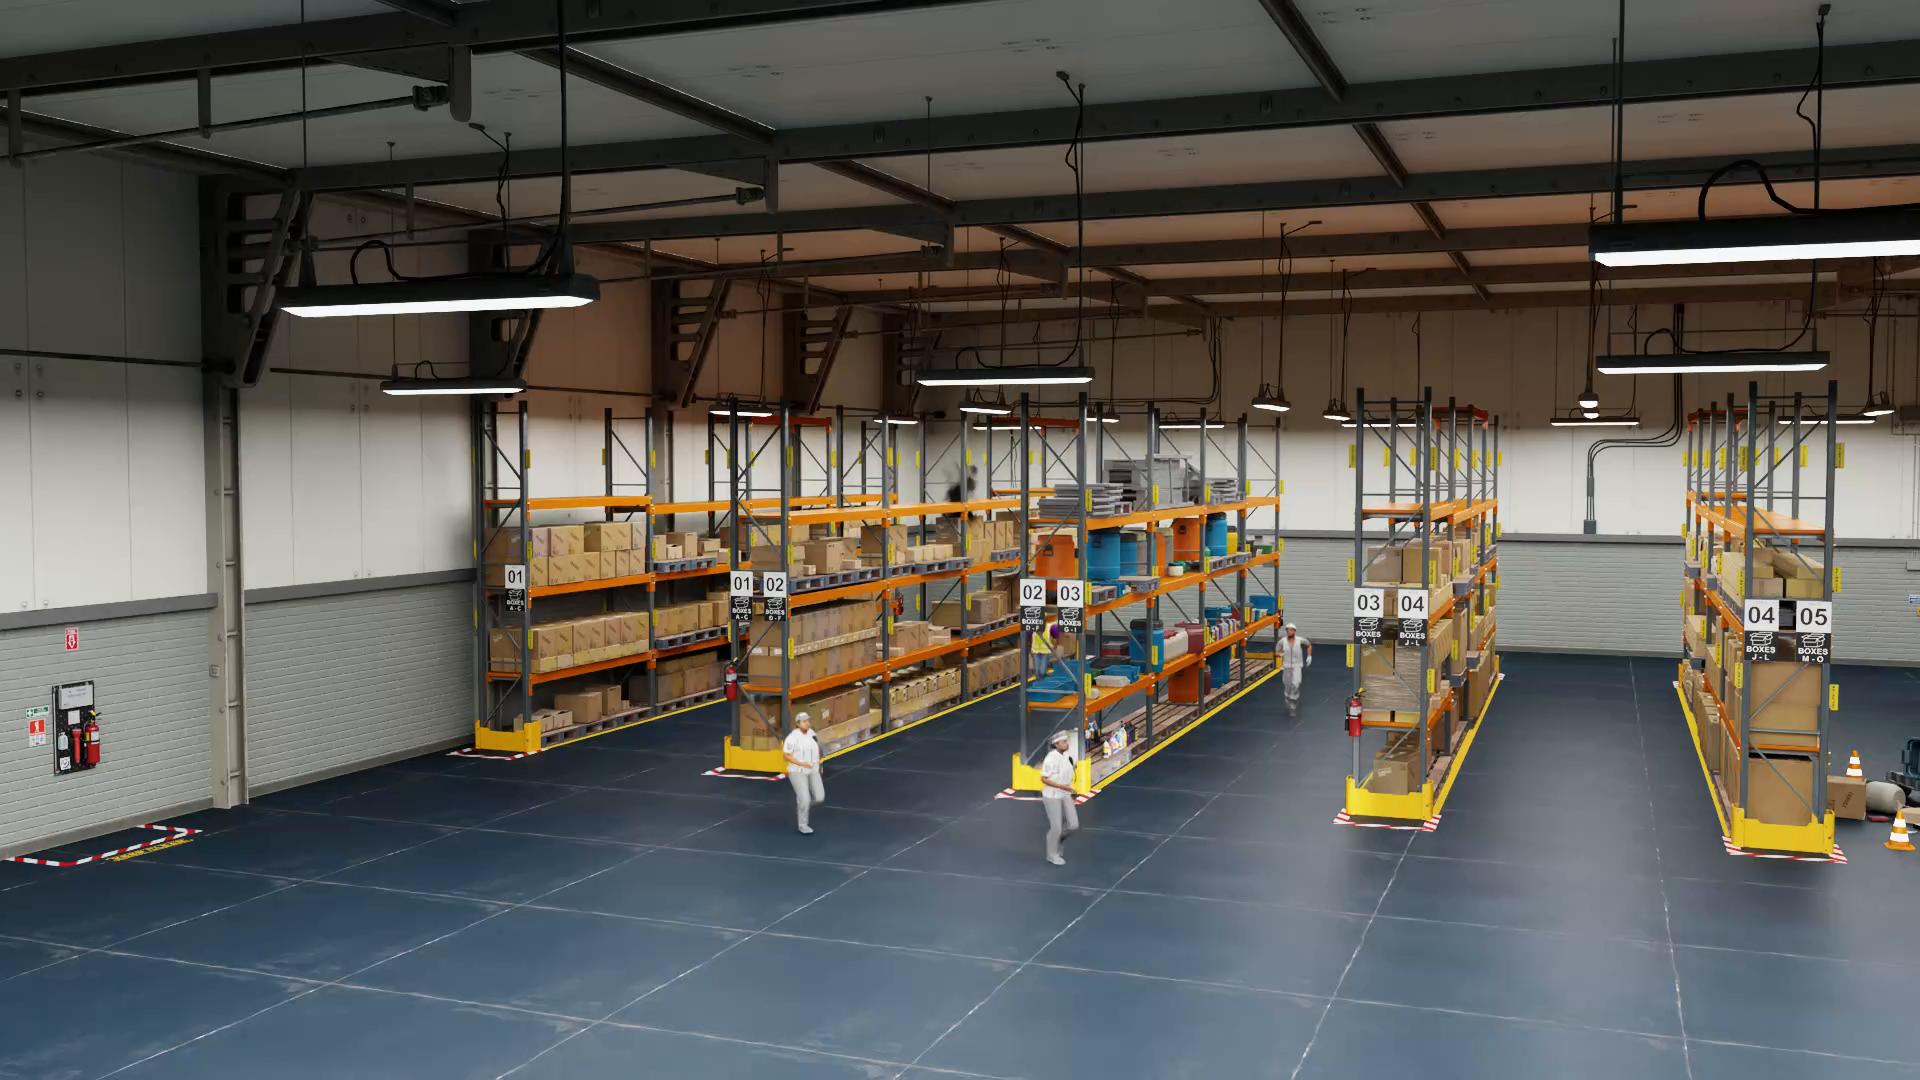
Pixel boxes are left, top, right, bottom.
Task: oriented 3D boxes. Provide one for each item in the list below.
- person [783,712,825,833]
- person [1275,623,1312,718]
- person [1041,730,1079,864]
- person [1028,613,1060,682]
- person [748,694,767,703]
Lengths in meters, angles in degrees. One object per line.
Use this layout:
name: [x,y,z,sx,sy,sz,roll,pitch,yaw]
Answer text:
person: [-2.094,3.109,22.293,0.609,1.614,0.581,-2,4,-39]
person: [6.506,2.528,32.480,0.673,1.829,0.925,1,3,20]
person: [1.252,3.172,20.494,0.559,1.663,0.559,-3,4,-44]
person: [1.586,2.252,32.759,0.678,1.742,0.561,1,3,15]
person: [-3.672,2.725,30.590,0.529,1.649,0.716,1,3,19]
